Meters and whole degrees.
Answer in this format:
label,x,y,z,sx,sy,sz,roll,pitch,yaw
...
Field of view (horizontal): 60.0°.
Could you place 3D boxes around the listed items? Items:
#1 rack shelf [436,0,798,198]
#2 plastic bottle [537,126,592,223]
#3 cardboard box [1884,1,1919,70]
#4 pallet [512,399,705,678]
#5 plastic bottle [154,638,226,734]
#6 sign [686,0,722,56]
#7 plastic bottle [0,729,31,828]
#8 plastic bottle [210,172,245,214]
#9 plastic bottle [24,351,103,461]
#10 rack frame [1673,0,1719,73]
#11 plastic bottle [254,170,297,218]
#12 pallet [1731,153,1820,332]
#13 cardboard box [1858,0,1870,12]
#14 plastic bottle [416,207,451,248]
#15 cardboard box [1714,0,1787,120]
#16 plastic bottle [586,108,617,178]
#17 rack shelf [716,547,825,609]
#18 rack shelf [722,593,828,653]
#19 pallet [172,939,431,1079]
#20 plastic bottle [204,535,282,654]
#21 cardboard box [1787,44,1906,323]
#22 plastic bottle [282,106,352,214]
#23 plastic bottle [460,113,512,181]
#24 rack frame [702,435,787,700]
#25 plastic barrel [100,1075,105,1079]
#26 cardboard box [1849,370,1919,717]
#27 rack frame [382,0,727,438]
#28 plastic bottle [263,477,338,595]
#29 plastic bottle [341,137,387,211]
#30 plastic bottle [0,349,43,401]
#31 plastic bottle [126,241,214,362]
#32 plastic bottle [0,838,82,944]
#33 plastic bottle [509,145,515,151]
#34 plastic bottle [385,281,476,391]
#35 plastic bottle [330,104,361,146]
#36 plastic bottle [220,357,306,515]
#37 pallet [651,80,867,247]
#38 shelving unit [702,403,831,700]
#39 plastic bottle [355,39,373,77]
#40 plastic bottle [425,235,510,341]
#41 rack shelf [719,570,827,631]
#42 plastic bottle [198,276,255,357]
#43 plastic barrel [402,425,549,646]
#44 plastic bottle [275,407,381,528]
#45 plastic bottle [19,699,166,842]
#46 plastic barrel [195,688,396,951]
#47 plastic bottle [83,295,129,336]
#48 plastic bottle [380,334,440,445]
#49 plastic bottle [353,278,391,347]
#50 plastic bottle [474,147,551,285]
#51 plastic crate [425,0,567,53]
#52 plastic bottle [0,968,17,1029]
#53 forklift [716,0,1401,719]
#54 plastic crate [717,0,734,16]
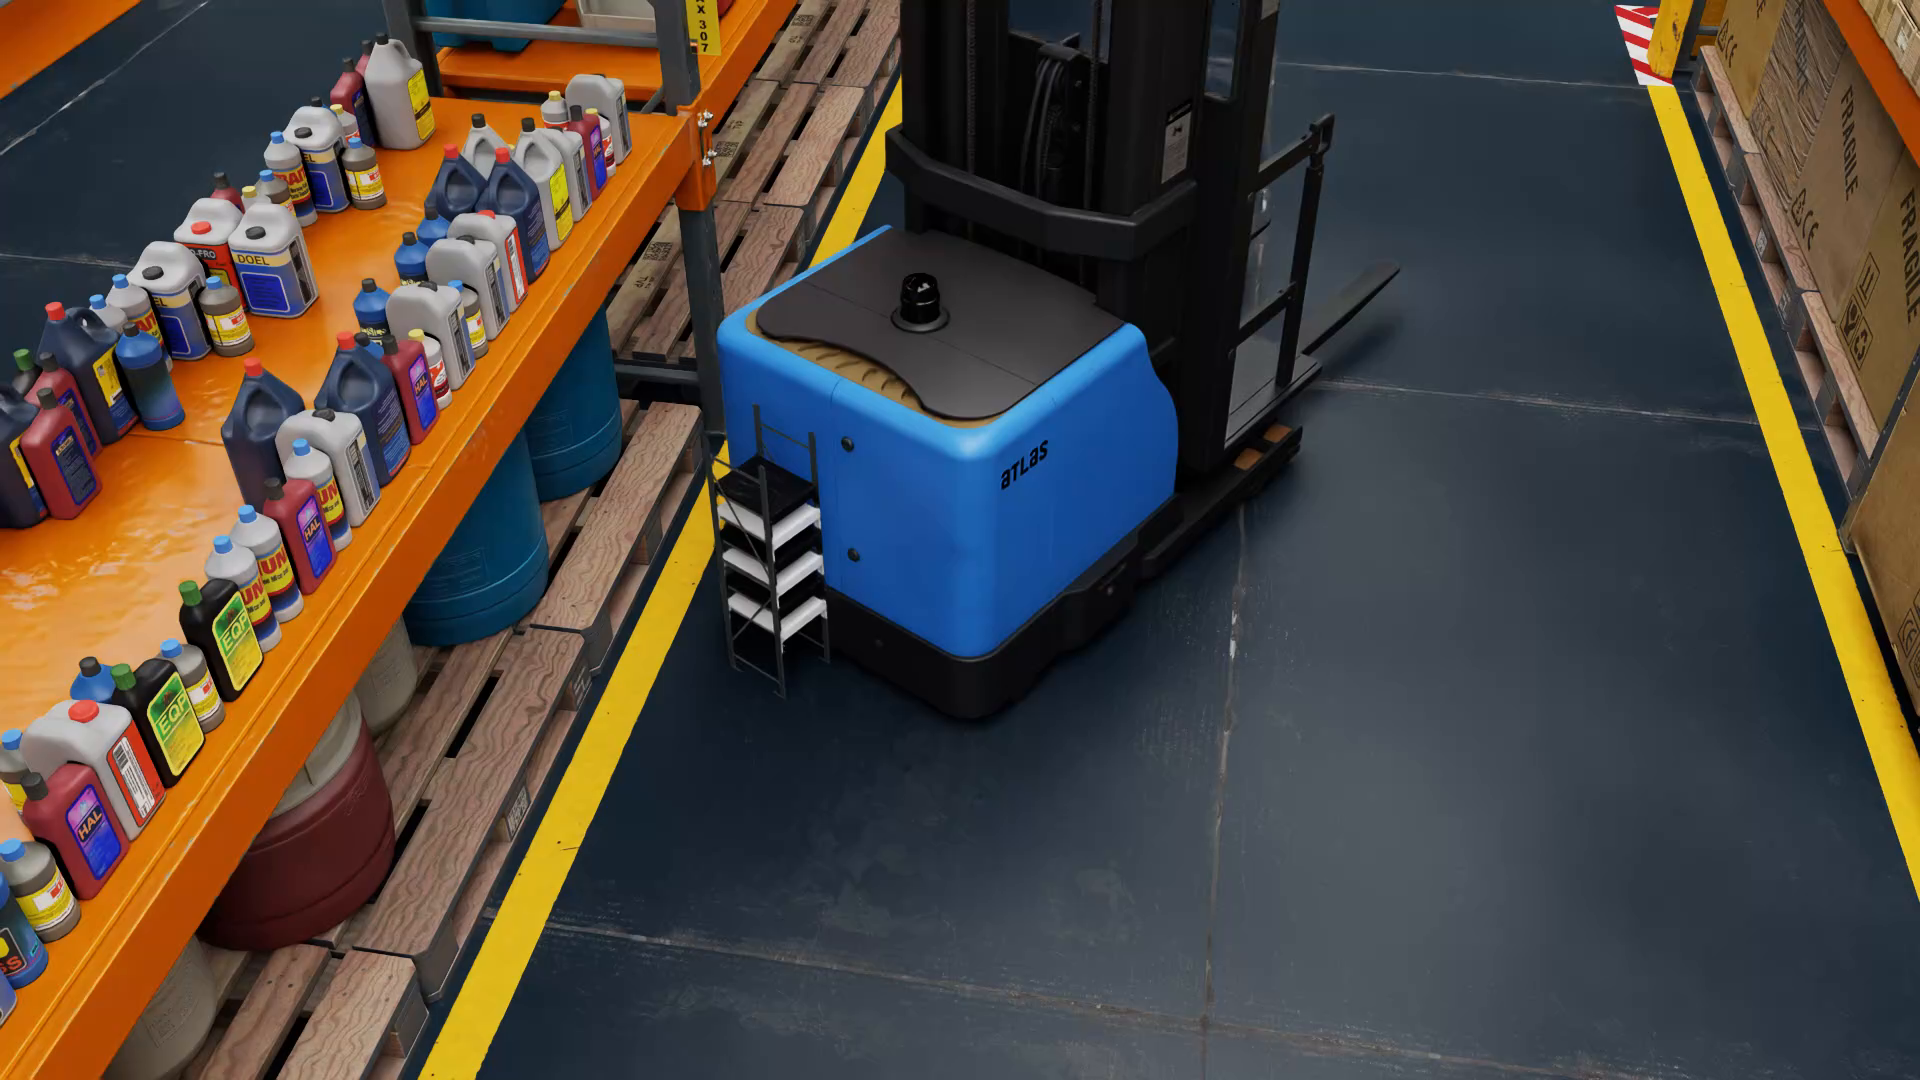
label,x,y,z,sx,sy,sz,roll,pitch,yaw
rack shelf,-1.005,-2.609,7.117,1.077,0.370,4.000,6,40,8
plastic bottle,-1.164,-1.071,4.789,0.152,0.276,0.135,6,40,8
cardboard box,3.391,-1.700,5.649,0.380,0.149,0.250,7,40,9
pallet,-1.526,-0.077,5.678,1.003,0.211,1.213,6,40,8
plastic bottle,-1.500,0.276,3.219,0.097,0.201,0.097,0,40,0
sign,-0.810,-1.676,5.206,0.100,0.325,0.005,6,40,8
plastic bottle,-1.696,0.427,3.035,0.097,0.201,0.097,0,40,0
plastic bottle,-1.988,-0.846,4.511,0.061,0.283,0.133,6,40,8
plastic bottle,-2.081,-0.287,3.835,0.061,0.283,0.133,6,40,8
rack frame,4.219,-3.596,7.745,1.000,3.000,0.127,6,40,8
plastic bottle,-1.934,-0.946,4.696,0.097,0.201,0.097,0,40,0
pallet,3.945,-1.247,7.093,1.003,0.211,1.213,6,40,8
cardboard box,3.479,-2.023,6.039,0.380,0.149,0.250,6,40,7
plastic bottle,-1.377,-0.755,4.410,0.097,0.271,0.097,0,40,0
cardboard box,4.187,-2.528,7.792,0.875,0.875,0.875,6,40,8
plastic bottle,-1.094,-1.196,4.999,0.097,0.201,0.097,0,40,0
rack shelf,-0.569,0.075,5.005,0.258,0.077,0.200,27,47,29
rack shelf,-0.569,0.214,5.120,0.258,0.077,0.200,27,47,29
pallet,-1.948,1.454,3.826,1.003,0.211,1.213,6,40,8
plastic bottle,-1.460,0.104,3.371,0.097,0.271,0.097,0,40,0
cardboard box,3.876,-1.399,6.425,0.875,0.875,0.875,6,40,8
plastic bottle,-1.870,-1.106,4.831,0.152,0.276,0.135,6,40,8
plastic bottle,-1.330,-1.016,4.663,0.144,0.351,0.185,6,40,8
rack frame,-0.633,0.100,4.923,0.240,0.900,0.006,27,47,29
plastic barrel,-1.975,1.244,3.264,0.600,0.830,0.708,6,40,8
cardboard box,3.436,-0.025,4.764,1.225,0.875,0.875,7,40,8
rack frame,-1.351,-1.632,5.369,1.000,3.000,0.127,6,40,8
plastic bottle,-1.405,-0.032,3.527,0.061,0.283,0.133,6,40,8
plastic bottle,-1.744,-1.075,4.852,0.097,0.201,0.097,0,40,0
plastic bottle,-2.141,-0.294,3.843,0.061,0.283,0.133,6,40,8
plastic bottle,-2.007,-0.609,4.229,0.152,0.276,0.135,6,40,8
plastic bottle,-1.586,0.589,2.840,0.097,0.201,0.097,0,40,0
plastic bottle,-1.290,-1.045,4.816,0.097,0.201,0.097,0,40,0
plastic bottle,-1.315,-0.525,4.128,0.152,0.276,0.135,6,40,8
plastic bottle,-1.860,-1.214,5.020,0.097,0.201,0.097,0,40,0
plastic bottle,-1.552,-0.241,3.726,0.144,0.351,0.185,6,40,8
pallet,-1.053,-1.791,7.750,1.003,0.211,1.213,6,40,8
shelving unit,-0.569,0.050,4.984,0.258,0.900,0.210,27,47,29
plastic bottle,-1.835,-1.404,5.185,0.061,0.283,0.133,6,40,8
plastic bottle,-1.275,-0.671,4.304,0.152,0.276,0.135,6,40,8
rack shelf,-0.569,0.145,5.062,0.258,0.077,0.200,27,47,29
plastic bottle,-1.881,-0.578,4.251,0.097,0.201,0.097,0,40,0
plastic barrel,-1.584,-0.201,4.956,0.600,0.901,0.708,6,40,8
plastic bottle,-1.410,-0.180,3.711,0.152,0.276,0.135,6,40,8
plastic bottle,-1.570,0.400,3.009,0.152,0.276,0.135,6,40,8
plastic barrel,-1.780,0.629,4.198,0.600,0.588,0.708,6,40,8
plastic bottle,-2.071,-0.476,4.073,0.097,0.271,0.097,0,40,0
plastic bottle,-1.310,-0.378,3.944,0.061,0.283,0.133,6,40,8
plastic bottle,-1.441,-0.525,4.132,0.097,0.271,0.097,0,40,0
plastic bottle,-1.220,-0.884,4.503,0.144,0.351,0.185,6,40,8
plastic crate,-1.606,-1.979,5.755,0.392,0.384,0.575,6,40,8
plastic bottle,-1.650,0.691,2.658,0.152,0.276,0.135,6,40,8
forklift,0.587,-1.470,5.228,1.130,2.935,3.031,27,47,29
plastic crate,-0.949,-2.212,5.974,0.402,0.464,0.583,6,40,8
